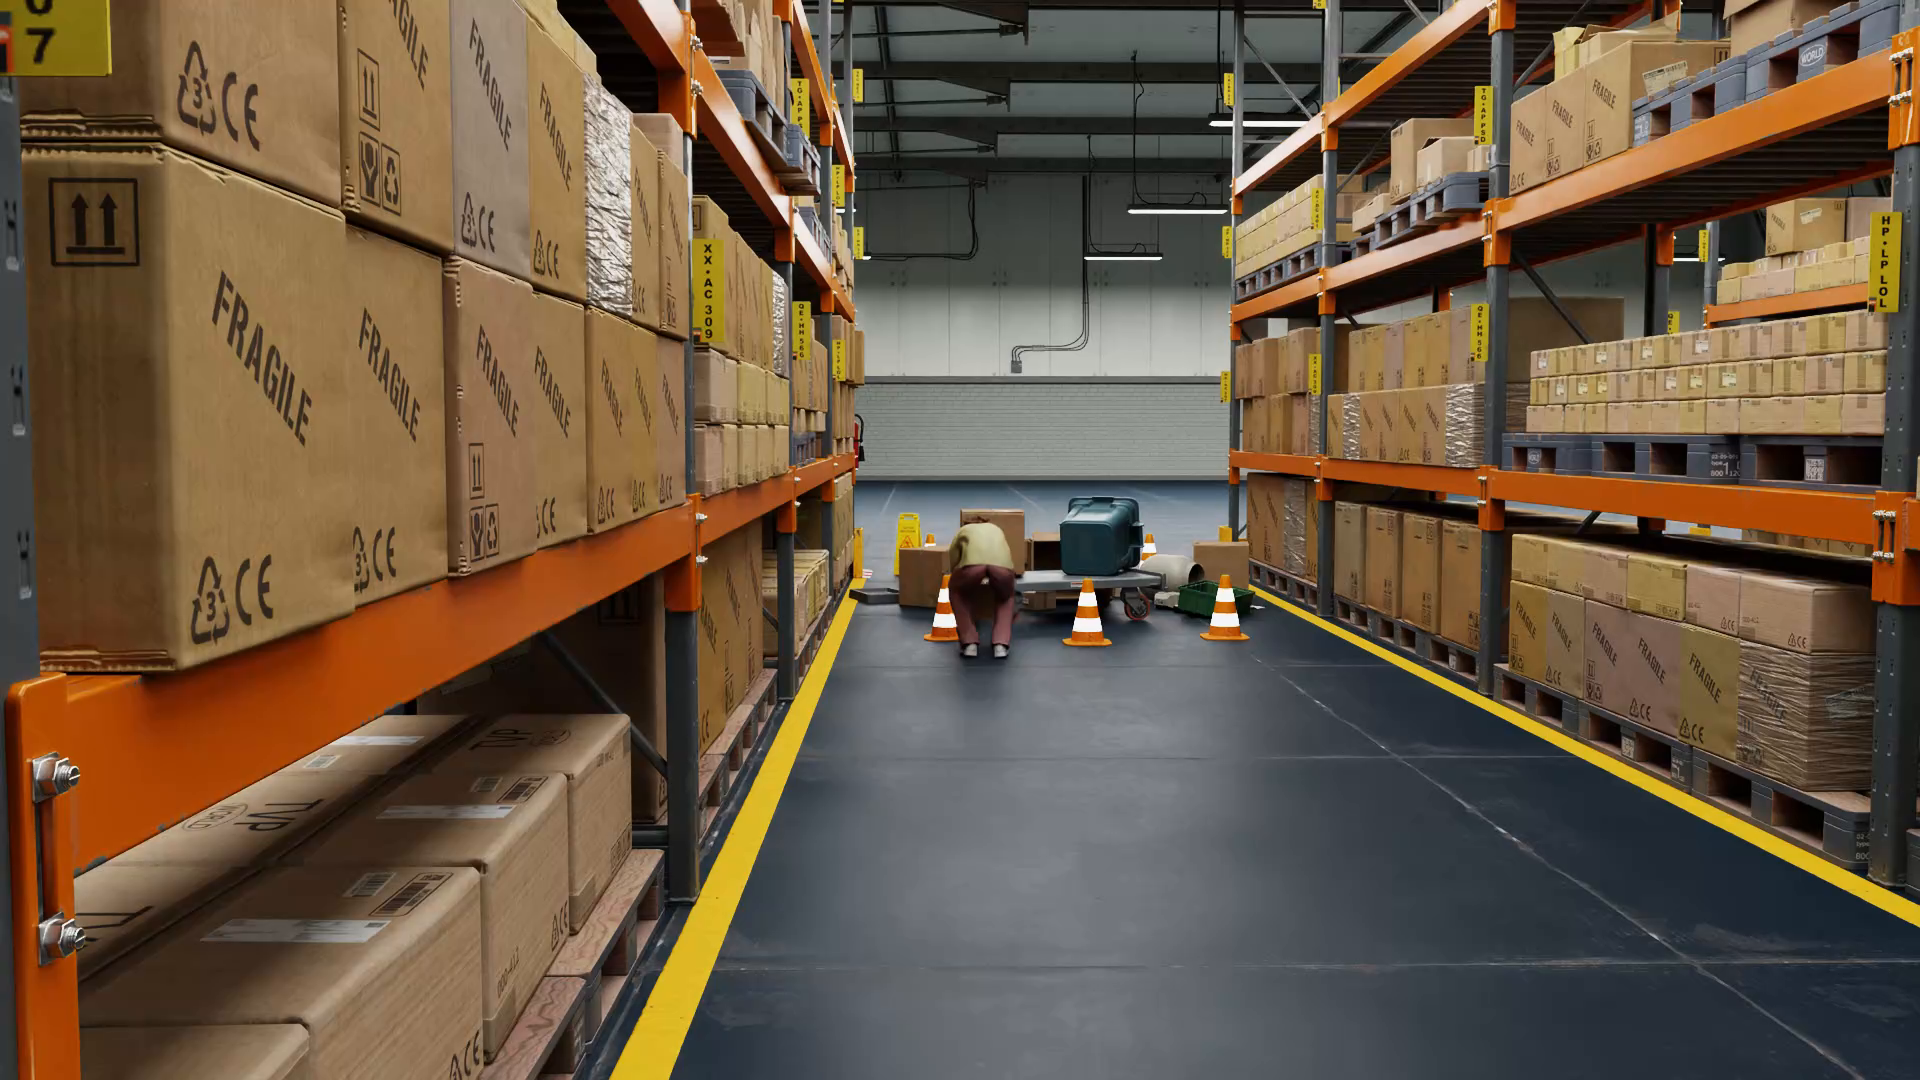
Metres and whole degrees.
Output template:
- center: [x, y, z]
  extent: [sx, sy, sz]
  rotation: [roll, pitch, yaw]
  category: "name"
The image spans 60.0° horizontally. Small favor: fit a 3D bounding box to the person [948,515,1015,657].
- center: [0.151, 0.305, 11.382]
  extent: [0.465, 0.945, 0.860]
  rotation: [0, 4, -4]
  category: "person"
